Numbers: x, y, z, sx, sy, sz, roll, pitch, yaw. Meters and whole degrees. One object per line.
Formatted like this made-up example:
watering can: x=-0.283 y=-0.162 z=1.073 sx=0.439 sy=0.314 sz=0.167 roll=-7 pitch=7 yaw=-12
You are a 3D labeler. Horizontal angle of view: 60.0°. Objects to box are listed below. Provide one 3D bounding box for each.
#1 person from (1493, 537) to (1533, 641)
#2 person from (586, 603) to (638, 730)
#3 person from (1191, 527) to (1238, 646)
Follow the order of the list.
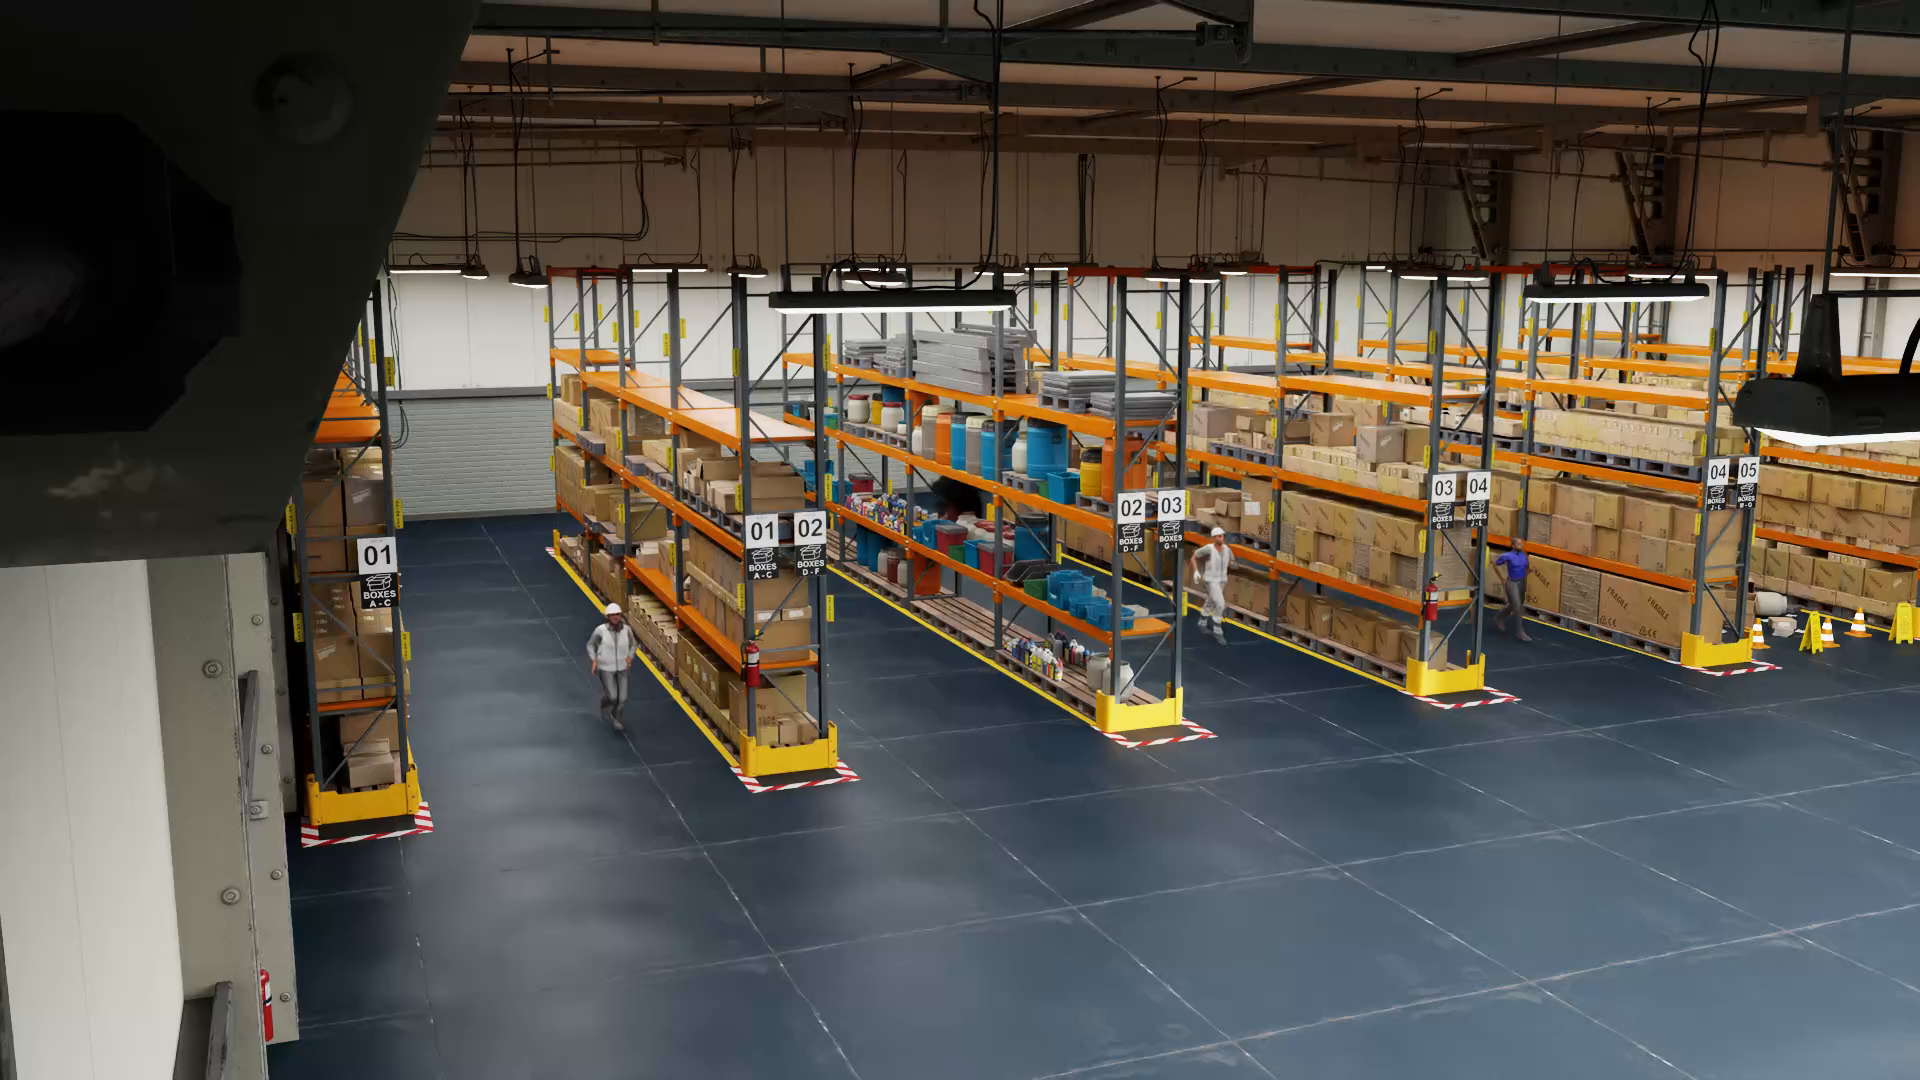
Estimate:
person: x=9.129 y=0.767 z=27.357 sx=0.572 sy=1.654 sz=0.902 roll=-5 pitch=11 yaw=-27
person: x=-4.574 y=1.687 z=22.011 sx=0.646 sy=1.723 sz=0.609 roll=-5 pitch=11 yaw=-25
person: x=4.042 y=0.703 z=26.325 sx=0.643 sy=1.844 sz=0.868 roll=-7 pitch=12 yaw=-35
